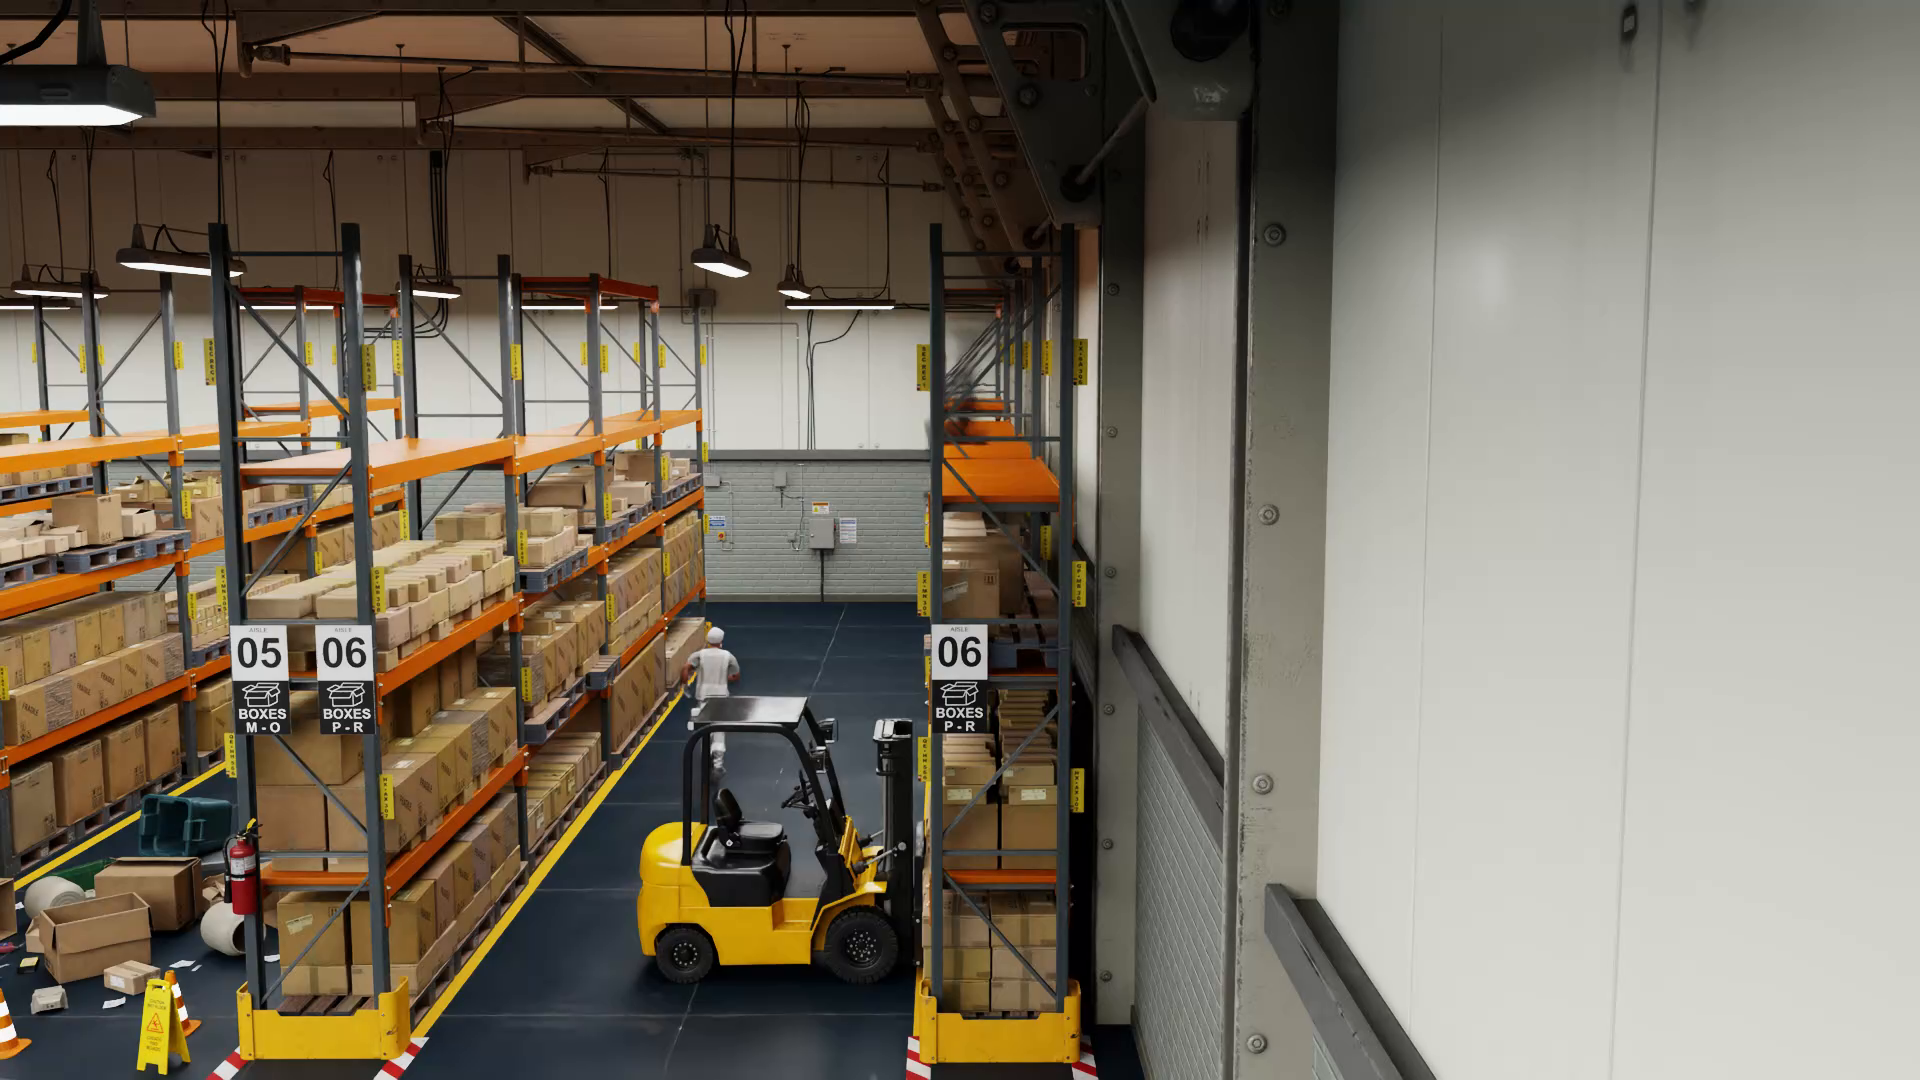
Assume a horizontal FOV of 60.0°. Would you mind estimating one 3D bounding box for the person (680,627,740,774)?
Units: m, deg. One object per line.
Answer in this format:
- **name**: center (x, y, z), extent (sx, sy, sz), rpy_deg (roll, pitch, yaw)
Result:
- **person**: center (-2.998, 1.937, 20.074), extent (0.673, 1.783, 0.884), rpy_deg (0, 7, 1)
